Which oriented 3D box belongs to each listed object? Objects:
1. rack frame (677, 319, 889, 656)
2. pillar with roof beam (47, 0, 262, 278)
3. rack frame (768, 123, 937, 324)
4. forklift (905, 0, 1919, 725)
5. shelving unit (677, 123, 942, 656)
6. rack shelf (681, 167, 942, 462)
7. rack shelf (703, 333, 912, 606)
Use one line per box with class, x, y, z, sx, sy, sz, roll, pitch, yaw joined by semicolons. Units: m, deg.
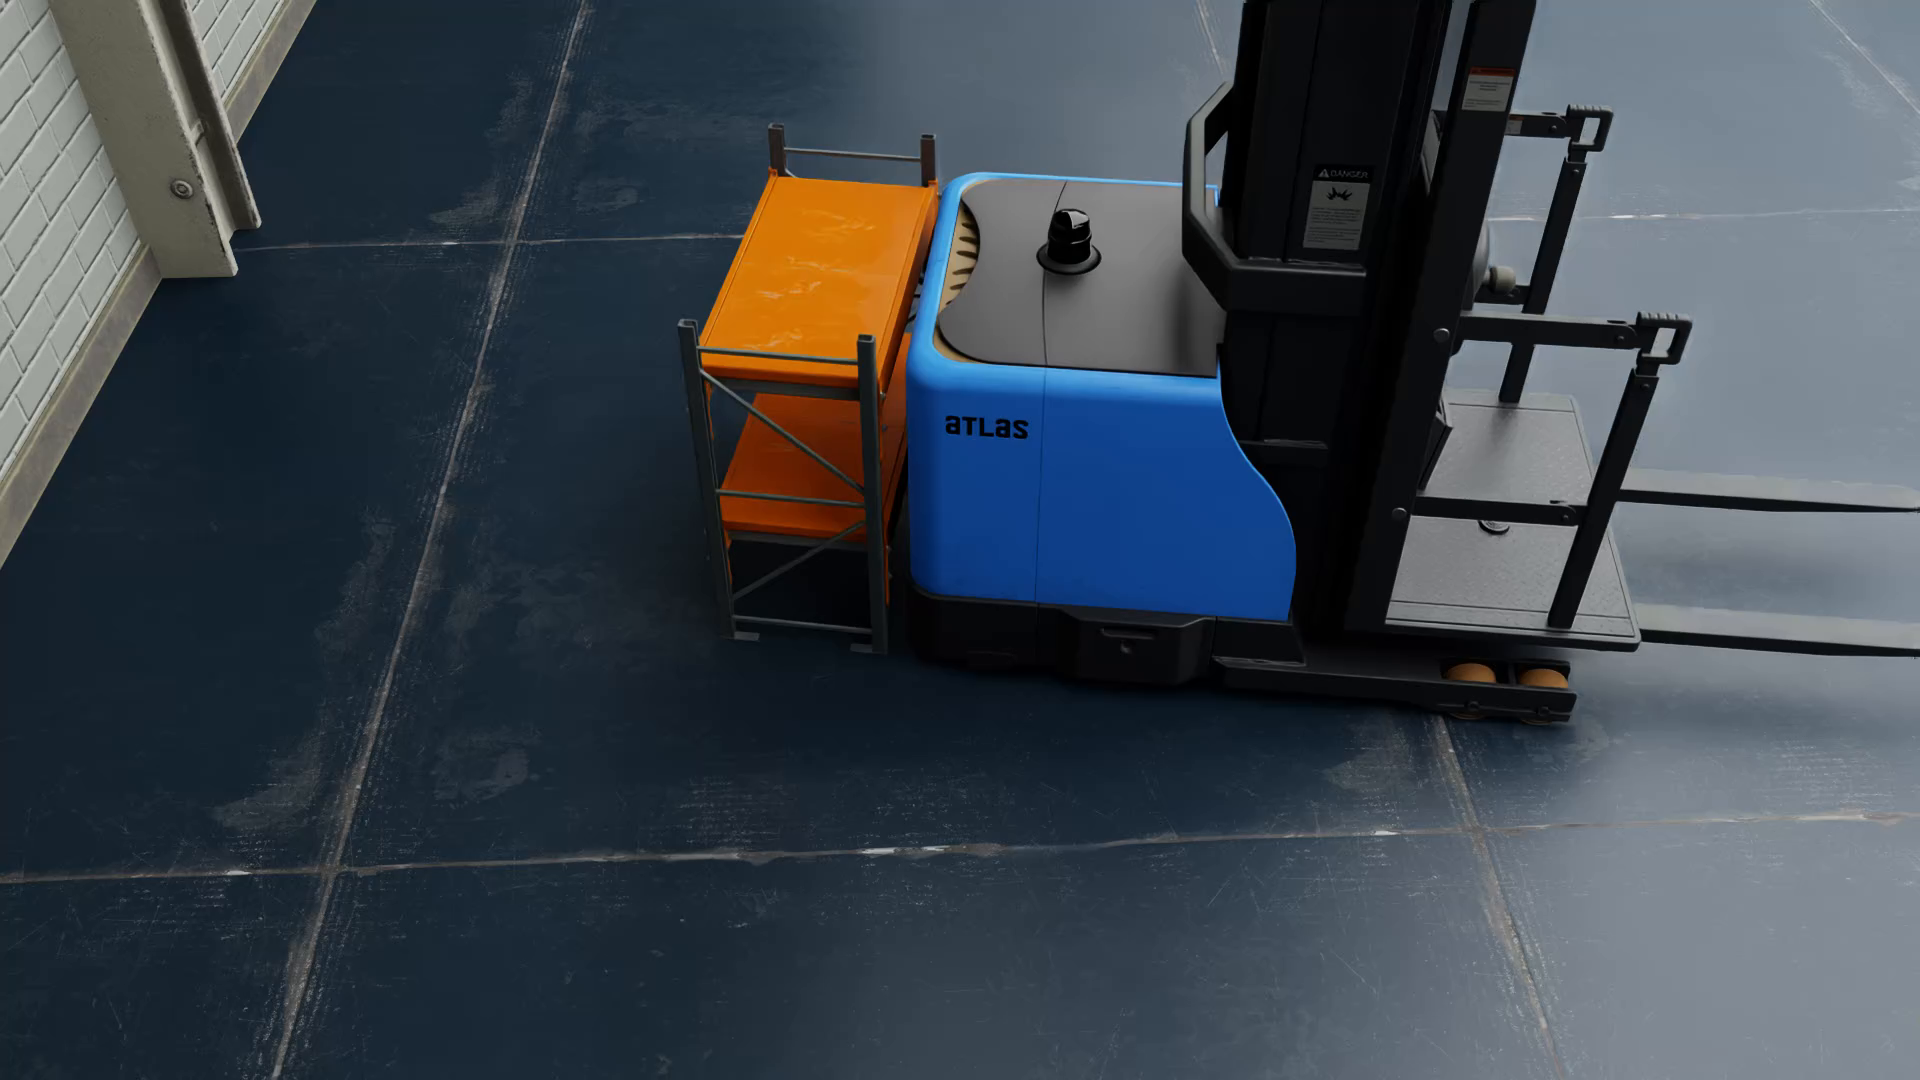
rack frame;-0.460;-0.109;4.537;0.500;1.125;0.032;5;43;6
pillar with roof beam;1.368;-4.577;3.584;9.100;9.000;0.400;-2;43;-2
rack frame;-0.318;-0.790;5.279;0.500;1.125;0.032;5;43;6
forklift;1.399;-0.940;4.106;3.031;2.935;1.130;4;43;4
shelving unit;-0.389;-0.450;4.908;0.538;1.125;1.048;5;43;6
rack shelf;-0.389;-0.665;4.710;0.538;0.278;1.000;5;43;6
rack shelf;-0.389;-0.269;5.073;0.538;0.278;1.000;5;43;6
